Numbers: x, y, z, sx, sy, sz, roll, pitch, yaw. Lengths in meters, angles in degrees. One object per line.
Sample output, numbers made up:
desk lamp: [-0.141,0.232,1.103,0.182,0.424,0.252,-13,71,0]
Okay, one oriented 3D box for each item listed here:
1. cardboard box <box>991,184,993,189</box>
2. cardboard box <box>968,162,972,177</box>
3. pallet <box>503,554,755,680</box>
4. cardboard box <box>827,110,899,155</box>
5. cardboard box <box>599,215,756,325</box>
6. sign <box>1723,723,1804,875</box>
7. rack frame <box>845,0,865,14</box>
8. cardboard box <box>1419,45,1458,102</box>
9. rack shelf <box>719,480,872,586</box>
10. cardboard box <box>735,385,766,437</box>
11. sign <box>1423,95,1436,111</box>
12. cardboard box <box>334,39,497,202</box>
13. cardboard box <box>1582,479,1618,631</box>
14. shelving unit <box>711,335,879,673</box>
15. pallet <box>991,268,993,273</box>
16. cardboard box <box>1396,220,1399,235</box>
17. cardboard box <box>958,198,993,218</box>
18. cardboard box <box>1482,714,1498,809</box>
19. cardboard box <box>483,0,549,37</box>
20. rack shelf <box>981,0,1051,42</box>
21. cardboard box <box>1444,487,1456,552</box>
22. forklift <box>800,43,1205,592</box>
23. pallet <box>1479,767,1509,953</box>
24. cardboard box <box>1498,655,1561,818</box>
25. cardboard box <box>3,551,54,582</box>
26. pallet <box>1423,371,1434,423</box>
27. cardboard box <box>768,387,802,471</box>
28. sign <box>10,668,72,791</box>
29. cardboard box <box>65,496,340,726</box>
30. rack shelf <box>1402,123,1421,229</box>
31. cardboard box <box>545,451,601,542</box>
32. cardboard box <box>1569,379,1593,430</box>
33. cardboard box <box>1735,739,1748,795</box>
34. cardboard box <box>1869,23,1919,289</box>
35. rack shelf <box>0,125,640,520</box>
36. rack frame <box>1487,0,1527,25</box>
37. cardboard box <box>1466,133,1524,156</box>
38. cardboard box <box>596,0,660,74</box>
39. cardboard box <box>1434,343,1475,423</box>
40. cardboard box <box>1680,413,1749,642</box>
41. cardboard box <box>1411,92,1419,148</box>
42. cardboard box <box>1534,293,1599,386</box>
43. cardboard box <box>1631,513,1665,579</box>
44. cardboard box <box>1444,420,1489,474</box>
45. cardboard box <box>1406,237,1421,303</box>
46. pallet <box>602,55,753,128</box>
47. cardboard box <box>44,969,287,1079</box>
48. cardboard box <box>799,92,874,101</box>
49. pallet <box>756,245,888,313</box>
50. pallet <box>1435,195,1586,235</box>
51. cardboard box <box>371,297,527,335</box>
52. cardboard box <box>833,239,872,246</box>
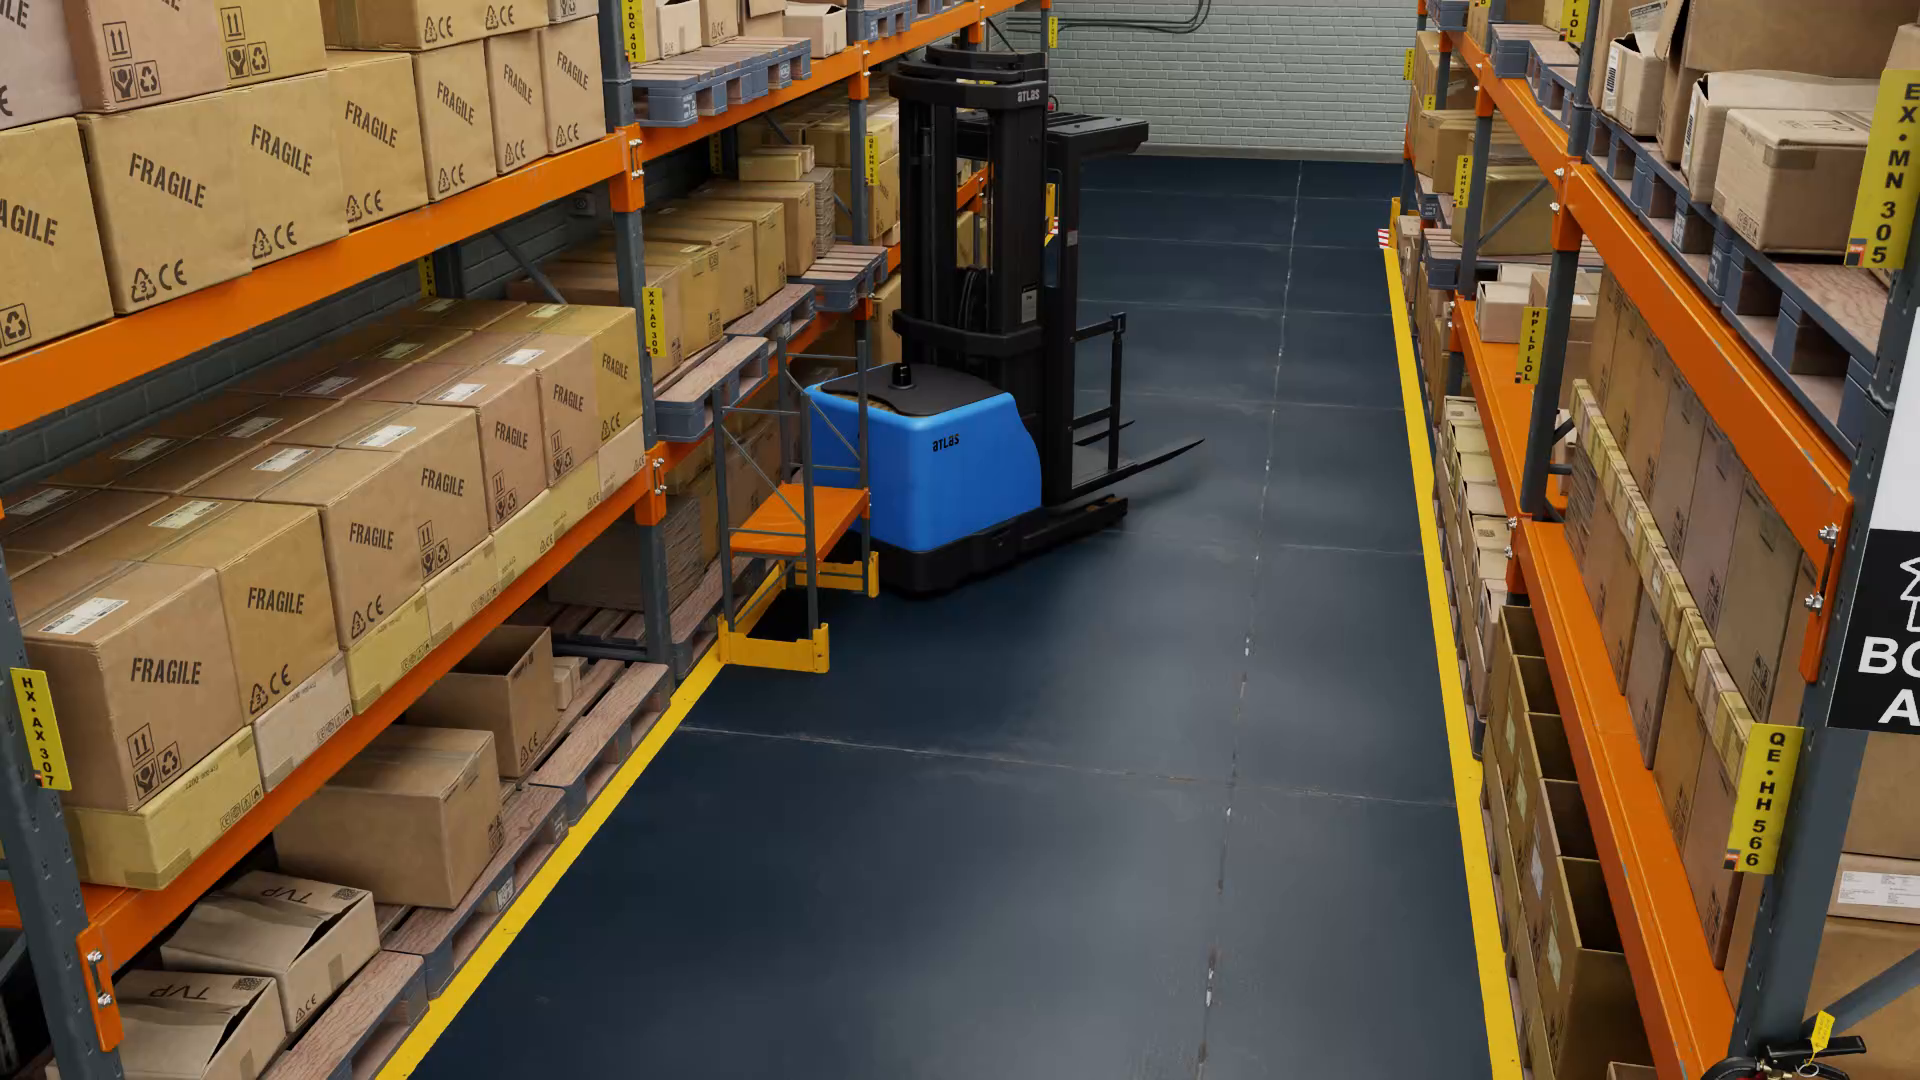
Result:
cardboard box: [0.354,-3.619,18.108,0.700,0.500,0.500,4,22,11]
cardboard box: [-0.107,-3.315,14.879,0.380,0.149,0.250,5,22,11]
pallet: [-1.790,0.367,9.160,1.003,0.211,1.213,4,22,11]
cardboard box: [-0.677,-2.989,12.198,0.500,0.250,0.500,4,22,10]
cardboard box: [-1.585,-1.523,9.397,0.700,0.500,0.500,8,23,18]
sign: [1.558,0.504,3.220,0.100,0.325,0.005,4,22,11]
rack frame: [-1.131,-4.887,10.443,1.000,3.000,0.127,4,22,11]
cardboard box: [4.694,-4.462,15.945,0.500,0.500,0.500,4,22,10]
rack shelf: [-0.868,-0.052,8.956,0.538,0.185,1.000,5,22,12]
cardboard box: [-1.505,-0.838,10.171,0.500,0.250,0.500,4,22,11]
sign: [4.002,-3.631,14.196,0.100,0.325,0.005,4,22,11]
cardboard box: [-2.000,-1.496,5.876,0.500,0.500,0.500,4,22,9]
cardboard box: [2.717,0.044,6.095,0.700,0.500,0.500,4,22,10]
shelving unit: [-0.866,-0.222,8.897,0.587,1.500,1.083,5,22,12]
pallet: [-0.083,-2.546,16.393,1.003,0.211,1.213,4,22,11]
cardboard box: [4.878,-3.326,17.799,0.380,0.166,0.250,4,22,11]
cardboard box: [0.186,-3.281,16.400,0.380,0.149,0.250,5,23,13]
cardboard box: [2.511,0.962,7.069,0.500,0.250,0.500,4,22,11]
cardboard box: [-1.886,-2.146,6.154,0.500,0.500,0.500,6,23,14]
rack shelf: [0.093,-5.357,16.587,1.077,0.370,4.000,4,22,11]
cardboard box: [3.123,-0.104,9.715,0.500,0.250,0.500,4,22,10]
forklift: [0.424,-1.530,10.229,1.130,2.935,3.031,19,29,39]
pallet: [2.699,1.316,6.804,1.003,0.211,1.213,4,22,11]
cardboard box: [2.407,0.797,6.475,0.500,0.500,0.500,4,22,11]
cardboard box: [-2.876,0.345,4.652,0.500,0.500,0.500,4,22,10]
pallet: [4.159,-1.150,12.926,1.003,0.211,1.213,4,22,11]
cardboard box: [-1.446,-0.702,10.839,0.700,0.500,0.500,4,22,11]
sign: [-2.233,0.461,4.035,0.100,0.325,0.005,4,22,11]
cardboard box: [-2.261,0.202,5.007,0.500,0.500,0.500,5,22,11]
rack shelf: [4.943,-3.589,16.213,1.077,0.370,4.000,4,22,11]
cardboard box: [-1.857,-0.204,7.018,0.500,0.250,0.500,5,22,11]
cardboard box: [2.658,-0.529,6.650,0.380,0.149,0.250,4,22,11]
cardboard box: [2.030,0.600,3.846,0.380,0.149,0.250,5,22,12]
cardboard box: [2.208,-0.711,3.202,0.797,0.503,0.637,6,23,15]
rack shelf: [-2.356,-0.968,5.690,1.077,0.370,4.000,4,22,11]
rack frame: [3.719,-4.511,9.509,1.000,3.000,0.127,4,22,11]
cardboard box: [4.235,-2.782,12.549,0.700,0.500,0.500,-1,22,-3]
cardboard box: [-1.758,-2.468,7.756,0.500,0.500,0.500,8,23,19]
cardboard box: [3.680,-1.133,11.908,0.500,0.500,0.500,5,23,13]
cardboard box: [2.409,-0.017,4.510,0.700,0.500,0.500,5,22,11]
cardboard box: [4.797,-4.186,16.598,0.500,0.500,0.500,4,22,11]
cardboard box: [3.285,-0.967,8.606,0.500,0.500,0.500,4,22,11]
cardboard box: [2.346,0.038,5.243,0.380,0.149,0.250,4,22,10]
cardboard box: [3.226,-0.546,10.062,0.500,0.311,0.500,4,22,10]
cardboard box: [4.374,-2.466,15.218,0.500,0.500,0.500,4,22,11]
pallet: [-1.717,-2.164,7.947,1.213,0.211,1.003,4,22,11]
cardboard box: [-2.534,1.618,5.331,0.500,0.311,0.500,2,22,5]
cardboard box: [-0.972,-3.395,13.204,0.500,0.250,0.500,4,22,10]
pallet: [-1.172,-1.747,10.933,1.213,0.211,1.003,4,22,11]
pallet: [4.111,-2.351,12.433,1.003,0.211,1.213,4,22,11]
cardboard box: [-2.248,-0.773,7.429,0.500,0.500,0.500,4,22,10]
cardboard box: [-0.837,-2.100,11.862,0.380,0.149,0.250,4,22,10]
